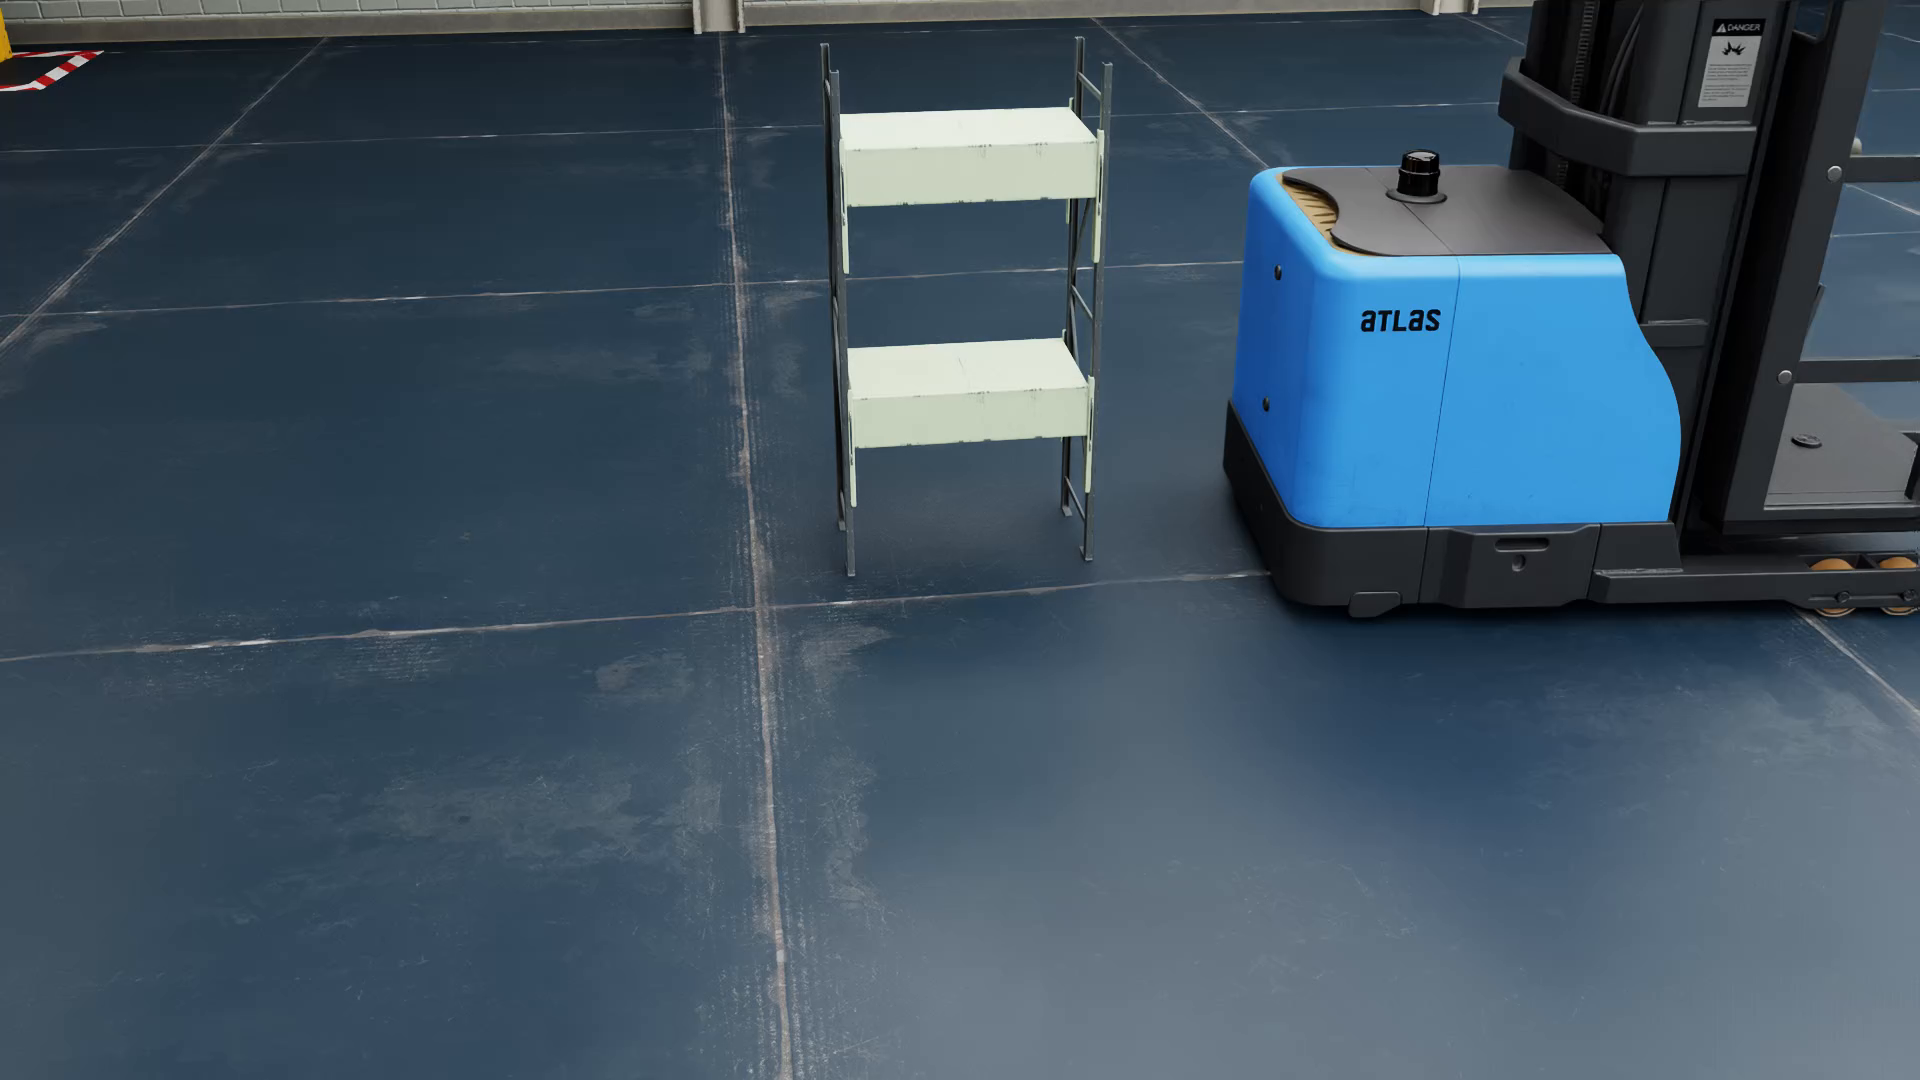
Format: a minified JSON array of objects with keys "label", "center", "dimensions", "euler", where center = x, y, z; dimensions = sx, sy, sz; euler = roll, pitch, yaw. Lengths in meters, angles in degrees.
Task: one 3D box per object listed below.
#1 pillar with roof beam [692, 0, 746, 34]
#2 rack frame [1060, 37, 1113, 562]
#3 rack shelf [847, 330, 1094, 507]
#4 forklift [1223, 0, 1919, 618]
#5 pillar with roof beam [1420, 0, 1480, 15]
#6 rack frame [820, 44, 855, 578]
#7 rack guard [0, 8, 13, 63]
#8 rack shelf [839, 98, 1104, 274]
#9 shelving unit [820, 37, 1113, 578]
[{"label":"pillar with roof beam","center":[-1.289,-6.068,7.219],"dimensions":[0.400,9.000,9.100],"euler":[-4,27,-7]},{"label":"rack frame","center":[0.369,-0.691,4.954],"dimensions":[0.023,1.500,0.400],"euler":[-4,27,-7]},{"label":"rack shelf","center":[0.007,-0.378,5.057],"dimensions":[0.720,0.370,0.431],"euler":[-4,27,-7]},{"label":"forklift","center":[2.414,-1.322,4.616],"dimensions":[3.031,2.935,1.130],"euler":[-1,27,-2]},{"label":"pillar with roof beam","center":[4.652,-6.450,7.963],"dimensions":[0.400,9.000,9.100],"euler":[-4,27,-7]},{"label":"rack frame","center":[-0.356,-0.644,4.863],"dimensions":[0.023,1.500,0.400],"euler":[-4,27,-7]},{"label":"rack guard","center":[-6.992,-3.490,11.504],"dimensions":[0.348,0.500,1.175],"euler":[-4,27,-7]},{"label":"rack shelf","center":[0.007,-1.015,4.730],"dimensions":[0.720,0.370,0.431],"euler":[-4,27,-7]},{"label":"shelving unit","center":[0.007,-0.668,4.908],"dimensions":[0.755,1.500,0.431],"euler":[-4,27,-7]}]
